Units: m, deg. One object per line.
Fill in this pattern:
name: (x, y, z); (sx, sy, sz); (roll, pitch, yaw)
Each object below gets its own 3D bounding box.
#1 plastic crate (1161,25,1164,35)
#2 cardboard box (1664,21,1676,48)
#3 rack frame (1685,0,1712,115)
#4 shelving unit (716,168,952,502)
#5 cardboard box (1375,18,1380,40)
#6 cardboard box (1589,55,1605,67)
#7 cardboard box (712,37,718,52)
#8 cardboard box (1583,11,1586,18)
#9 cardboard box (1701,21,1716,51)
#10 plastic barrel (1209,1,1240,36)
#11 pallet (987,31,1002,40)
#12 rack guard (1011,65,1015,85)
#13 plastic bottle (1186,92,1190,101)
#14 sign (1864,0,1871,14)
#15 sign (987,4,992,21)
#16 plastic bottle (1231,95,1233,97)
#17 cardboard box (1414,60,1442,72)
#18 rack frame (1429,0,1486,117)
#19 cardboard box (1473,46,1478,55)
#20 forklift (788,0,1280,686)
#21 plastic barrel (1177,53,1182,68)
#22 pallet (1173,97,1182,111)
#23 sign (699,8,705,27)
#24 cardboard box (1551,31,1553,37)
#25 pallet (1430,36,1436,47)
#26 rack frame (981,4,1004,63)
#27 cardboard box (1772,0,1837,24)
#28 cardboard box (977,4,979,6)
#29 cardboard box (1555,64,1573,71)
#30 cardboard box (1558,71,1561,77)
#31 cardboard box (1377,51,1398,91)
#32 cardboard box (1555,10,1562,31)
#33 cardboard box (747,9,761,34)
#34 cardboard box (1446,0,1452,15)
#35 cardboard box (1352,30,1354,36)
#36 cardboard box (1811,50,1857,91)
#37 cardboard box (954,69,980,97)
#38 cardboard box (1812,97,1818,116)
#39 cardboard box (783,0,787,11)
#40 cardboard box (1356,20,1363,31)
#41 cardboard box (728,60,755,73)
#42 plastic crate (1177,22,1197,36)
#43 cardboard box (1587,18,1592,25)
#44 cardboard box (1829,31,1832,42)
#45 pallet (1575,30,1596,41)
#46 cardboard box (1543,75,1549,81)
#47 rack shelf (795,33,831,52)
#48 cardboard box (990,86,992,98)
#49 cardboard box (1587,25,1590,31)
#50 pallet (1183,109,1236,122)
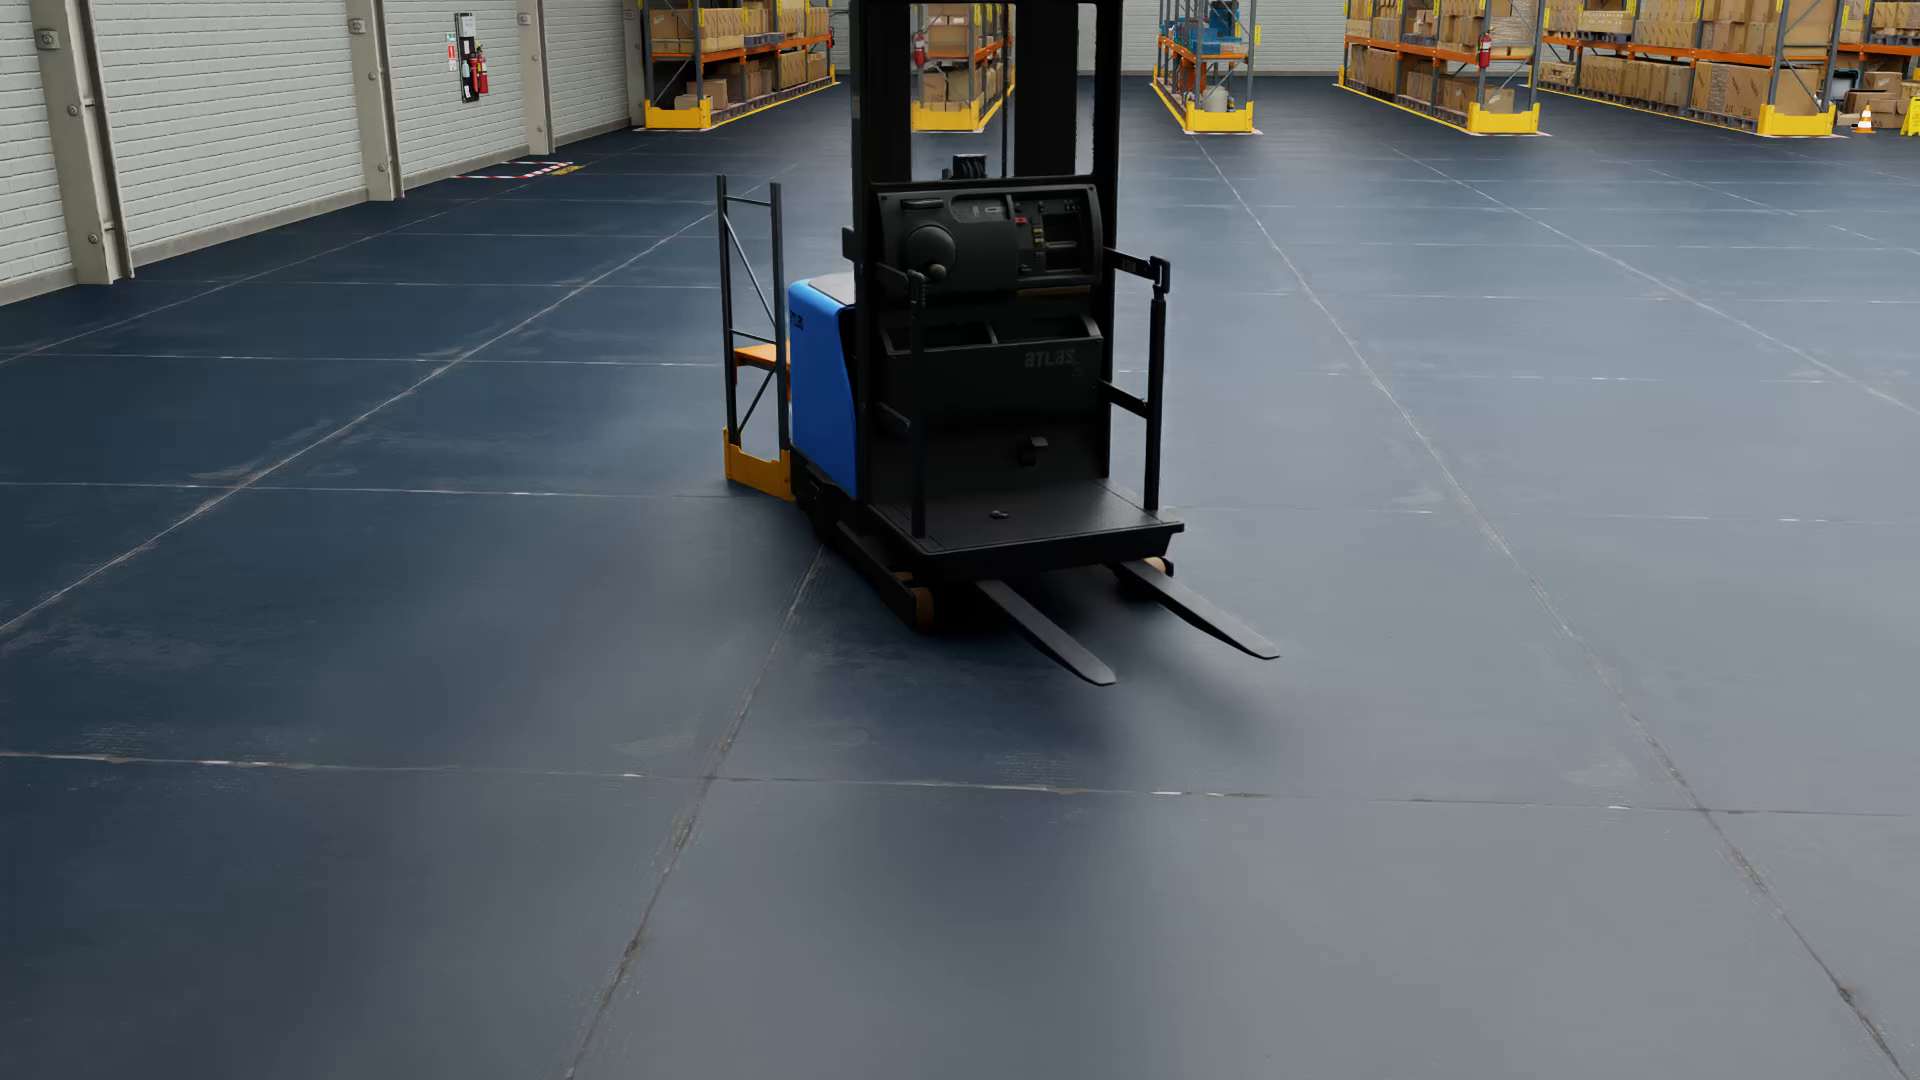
plastic crate: (5.397, -13.214, 43.106); (0.416, 0.233, 0.300); (1, 18, 4)
cardboard box: (14.701, -10.293, 33.859); (0.500, 0.500, 0.500); (1, 18, 4)
rack frame: (14.858, -9.764, 32.404); (1.000, 3.000, 0.127); (1, 18, 4)
shelving unit: (-0.593, -1.073, 8.288); (1.083, 1.500, 0.587); (-15, 23, -38)
cardboard box: (10.174, -12.145, 39.509); (0.500, 0.500, 0.500); (1, 18, 4)
cardboard box: (15.079, -11.228, 39.007); (0.500, 0.250, 0.500); (2, 18, 5)
cardboard box: (-4.816, -9.240, 31.013); (0.500, 0.250, 0.500); (1, 18, 2)
cardboard box: (14.930, -12.413, 39.261); (0.380, 0.149, 0.250); (2, 18, 5)
cardboard box: (14.843, -9.720, 32.030); (0.875, 0.550, 0.550); (1, 18, 4)
plastic barrel: (5.307, -10.368, 33.443); (0.600, 0.901, 0.708); (1, 18, 4)
pallet: (0.459, -11.884, 39.181); (1.003, 0.211, 1.213); (1, 18, 4)
rack guard: (0.892, -12.644, 45.208); (1.175, 0.500, 0.348); (1, 18, 4)
plastic bottle: (4.462, -8.535, 32.201); (0.144, 0.351, 0.185); (1, 18, 3)
sign: (19.535, -11.489, 35.808); (0.100, 0.325, 0.005); (1, 18, 4)
sign: (0.591, -10.566, 33.333); (0.100, 0.325, 0.005); (1, 18, 4)
plastic bottle: (5.166, -8.319, 31.649); (0.061, 0.283, 0.133); (2, 18, 5)
cardboard box: (10.186, -10.317, 36.196); (0.500, 0.250, 0.500); (2, 18, 6)
rack frame: (9.918, -9.906, 32.838); (1.000, 3.000, 0.127); (1, 18, 4)
cardboard box: (9.431, -8.794, 29.847); (0.380, 0.149, 0.250); (1, 18, 4)
forklift: (0.205, -1.197, 6.367); (1.130, 2.935, 3.031); (-7, 19, -20)
plastic barrel: (5.444, -11.315, 39.834); (0.600, 0.901, 0.708); (1, 18, 4)
pallet: (5.080, -9.316, 35.516); (1.003, 0.211, 1.213); (1, 18, 4)
sign: (-4.650, -9.395, 29.887); (0.100, 0.325, 0.005); (1, 18, 4)
cardboard box: (15.436, -13.032, 42.782); (0.380, 0.149, 0.250); (2, 18, 6)
pallet: (10.118, -10.049, 33.582); (1.003, 0.211, 1.213); (1, 18, 4)
rack frame: (0.611, -12.613, 41.099); (1.000, 3.000, 0.127); (1, 18, 4)
cardboard box: (14.636, -9.221, 28.770); (0.875, 0.550, 0.550); (1, 18, 4)
cardboard box: (0.012, -10.655, 32.878); (0.700, 0.500, 0.500); (1, 18, 4)
cardboard box: (15.217, -11.899, 41.869); (0.380, 0.149, 0.250); (1, 18, 2)
cardboard box: (15.299, -11.746, 41.878); (0.380, 0.149, 0.250); (0, 18, 1)
cardboard box: (10.346, -10.829, 38.392); (1.225, 0.875, 0.875); (1, 18, 4)
cardboard box: (15.319, -13.070, 41.854); (0.500, 0.500, 0.500); (1, 18, 2)
cardboard box: (-4.708, -11.203, 35.929); (0.700, 0.500, 0.500); (1, 18, 4)
cardboard box: (9.598, -10.281, 31.737); (0.500, 0.500, 0.500); (1, 18, 4)
cardboard box: (10.352, -13.092, 42.963); (0.380, 0.149, 0.250); (1, 18, 3)
cardboard box: (20.354, -10.884, 38.561); (0.875, 0.875, 0.875); (2, 18, 6)
cardboard box: (0.121, -8.763, 31.886); (0.500, 0.500, 0.500); (1, 18, 4)
cardboard box: (15.770, -8.072, 31.252); (0.500, 0.500, 0.500); (4, 19, 13)
cardboard box: (-4.290, -12.337, 38.382); (0.500, 0.250, 0.500); (1, 18, 3)
cardboard box: (10.372, -13.080, 42.288); (0.500, 0.250, 0.500); (1, 18, 3)
cardboard box: (-4.752, -10.297, 36.136); (0.500, 0.250, 0.500); (1, 18, 4)
plastic crate: (4.843, -10.794, 35.446); (0.402, 0.464, 0.583); (1, 18, 4)
cardboard box: (14.891, -12.117, 38.835); (0.380, 0.149, 0.250); (1, 18, 2)
cardboard box: (19.939, -11.334, 37.436); (0.500, 0.250, 0.500); (1, 18, 3)
pallet: (15.231, -11.923, 39.302); (1.003, 0.211, 1.213); (1, 18, 4)
cardboard box: (15.285, -11.943, 42.958); (0.380, 0.149, 0.250); (2, 18, 5)
rack shelf: (-4.187, -13.002, 43.441); (1.077, 0.370, 4.000); (1, 18, 4)
cardboard box: (0.423, -9.619, 35.702); (0.500, 0.250, 0.500); (2, 18, 5)
cardboard box: (14.889, -11.975, 38.881); (0.380, 0.149, 0.250); (1, 18, 4)
pallet: (4.803, -8.104, 31.816); (1.003, 0.211, 1.213); (1, 18, 4)
